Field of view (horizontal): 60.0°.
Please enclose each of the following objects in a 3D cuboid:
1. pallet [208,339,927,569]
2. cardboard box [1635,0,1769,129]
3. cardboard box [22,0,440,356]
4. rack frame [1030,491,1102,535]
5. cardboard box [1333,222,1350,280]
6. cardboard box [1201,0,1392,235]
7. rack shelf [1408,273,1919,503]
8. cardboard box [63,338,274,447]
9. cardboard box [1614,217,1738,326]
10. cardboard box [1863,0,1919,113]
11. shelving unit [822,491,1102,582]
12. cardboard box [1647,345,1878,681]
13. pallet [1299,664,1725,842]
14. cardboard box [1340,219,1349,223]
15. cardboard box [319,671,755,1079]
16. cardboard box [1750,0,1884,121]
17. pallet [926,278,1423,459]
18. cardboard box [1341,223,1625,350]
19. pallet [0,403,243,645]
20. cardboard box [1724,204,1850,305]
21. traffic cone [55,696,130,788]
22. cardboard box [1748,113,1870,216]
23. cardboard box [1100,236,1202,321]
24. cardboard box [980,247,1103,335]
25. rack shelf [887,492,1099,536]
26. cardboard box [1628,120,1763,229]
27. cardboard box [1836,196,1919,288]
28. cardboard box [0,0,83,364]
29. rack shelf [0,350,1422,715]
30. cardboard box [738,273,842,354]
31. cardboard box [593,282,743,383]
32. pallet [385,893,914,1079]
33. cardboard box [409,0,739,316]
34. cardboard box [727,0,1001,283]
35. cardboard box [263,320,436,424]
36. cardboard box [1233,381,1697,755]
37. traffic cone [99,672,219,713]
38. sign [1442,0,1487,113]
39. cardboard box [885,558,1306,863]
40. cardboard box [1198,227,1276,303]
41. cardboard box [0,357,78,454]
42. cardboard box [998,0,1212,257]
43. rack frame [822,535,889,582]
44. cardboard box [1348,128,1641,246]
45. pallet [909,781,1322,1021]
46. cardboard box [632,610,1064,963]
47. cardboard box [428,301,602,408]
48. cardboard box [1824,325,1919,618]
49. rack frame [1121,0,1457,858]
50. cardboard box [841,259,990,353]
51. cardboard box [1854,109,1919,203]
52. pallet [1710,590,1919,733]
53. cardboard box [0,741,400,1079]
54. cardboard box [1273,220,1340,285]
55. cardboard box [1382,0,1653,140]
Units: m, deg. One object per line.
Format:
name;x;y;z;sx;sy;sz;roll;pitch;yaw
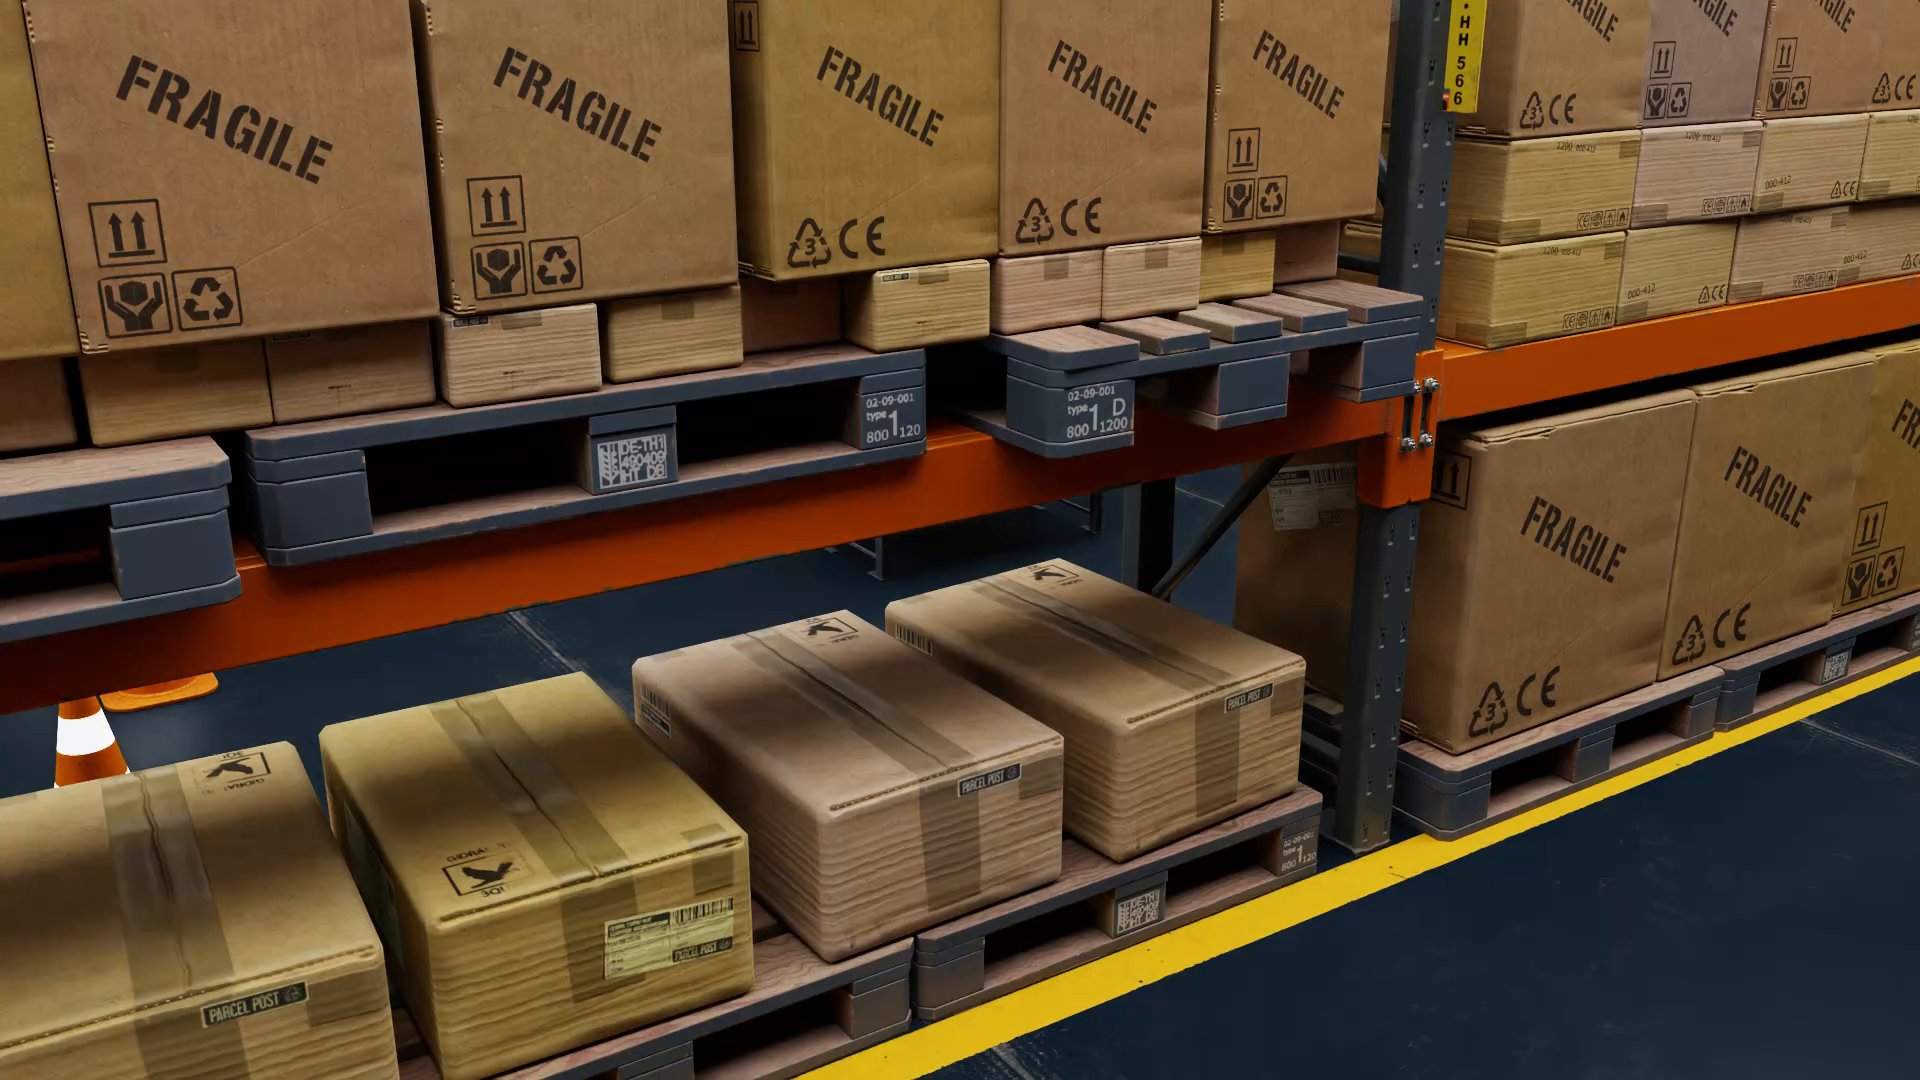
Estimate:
pallet;-0.827;-0.291;3.220;1.213;0.211;1.003;-12;22;-31
cardboard box;1.759;-1.373;4.407;0.500;0.500;0.500;-12;22;-31
cardboard box;-1.150;-0.601;2.564;0.500;0.500;0.500;-12;22;-32
rack frame;0.430;-0.624;6.833;0.032;1.125;0.500;-12;22;-31
cardboard box;1.083;-0.829;4.746;0.500;0.250;0.500;-13;23;-33
cardboard box;0.577;-0.974;3.665;0.500;0.500;0.500;-13;22;-33
rack shelf;2.474;-0.753;5.410;4.000;0.370;1.077;-12;22;-31
cardboard box;-1.256;-0.275;2.612;0.250;0.149;0.380;-12;22;-31
cardboard box;1.770;-0.784;4.615;0.500;0.250;0.500;-13;22;-33
cardboard box;2.623;-1.548;4.924;0.500;0.500;0.500;-12;22;-31
shelving unit;0.006;-0.534;6.568;1.048;1.125;0.538;-12;22;-31
cardboard box;2.173;-0.189;5.282;0.875;0.875;0.875;-12;22;-31
pallet;1.503;0.461;5.051;1.213;0.211;1.003;-12;22;-31
cardboard box;1.068;-1.060;4.650;0.500;0.250;0.500;-12;22;-32
cardboard box;-0.922;0.666;3.539;0.625;0.372;0.950;-11;22;-30
cardboard box;2.199;-1.460;4.664;0.500;0.500;0.500;-11;22;-30
pallet;0.267;-0.496;3.828;1.003;0.211;1.213;-12;22;-31
cardboard box;1.351;-0.689;4.333;0.500;0.250;0.500;-12;22;-32
pallet;-1.819;-0.041;2.483;1.213;0.211;1.003;-12;22;-31
cardboard box;2.211;-0.875;4.883;0.500;0.250;0.500;-11;22;-30
traffic cone;-2.272;0.572;4.329;0.334;0.463;0.336;-12;22;-31
cardboard box;2.218;-1.105;4.784;0.500;0.250;0.500;-12;22;-32
cardboard box;0.289;-0.577;3.506;0.250;0.149;0.380;-12;22;-32
cardboard box;0.075;-0.535;3.381;0.250;0.149;0.380;-13;23;-34
rack shelf;0.006;-0.302;6.646;1.000;0.278;0.538;-12;22;-31
cardboard box;1.795;-1.021;4.534;0.500;0.250;0.500;-11;22;-30
cardboard box;2.621;-0.963;5.143;0.500;0.250;0.500;-12;22;-31
cardboard box;-1.570;-0.518;2.317;0.500;0.500;0.500;-12;22;-31
rack shelf;-0.867;-0.048;3.326;4.000;0.370;1.077;-12;22;-31
cardboard box;-0.427;-0.472;3.195;0.250;0.149;0.380;-12;22;-31
cardboard box;-0.591;-0.406;2.999;0.250;0.149;0.380;-13;22;-33
pallet;-0.868;0.931;3.662;1.213;0.211;1.003;-12;22;-31
cardboard box;-0.726;-0.695;2.840;0.500;0.500;0.500;-13;23;-34
cardboard box;-0.270;-0.791;3.123;0.500;0.500;0.500;-14;23;-35
cardboard box;-1.049;-0.318;2.740;0.250;0.149;0.380;-12;22;-31
cardboard box;1.426;-0.033;4.820;0.875;0.875;0.875;-12;22;-32
traffic cone;-2.579;0.254;5.271;0.334;0.463;0.336;-12;22;-31
sign;1.110;-1.109;3.656;0.005;0.325;0.100;-12;22;-31
cardboard box;0.326;0.402;4.320;0.625;0.372;0.950;-14;23;-35
cardboard box;0.475;-0.634;3.672;0.250;0.149;0.380;-12;22;-31
cardboard box;-1.494;-0.241;2.511;0.250;0.149;0.380;-10;21;-28
cardboard box;0.151;-0.880;3.387;0.500;0.500;0.500;-12;22;-32
rack frame;-0.419;-0.445;6.303;0.032;1.125;0.500;-12;22;-31
cardboard box;1.362;-0.930;4.266;0.500;0.250;0.500;-12;22;-32
pallet;0.150;0.717;4.294;1.213;0.211;1.003;-12;22;-31
cardboard box;-0.286;0.534;3.929;0.625;0.372;0.950;-12;22;-32
cardboard box;-0.798;-0.351;2.837;0.250;0.149;0.380;-11;22;-29
cardboard box;2.920;-0.346;5.747;0.875;0.875;0.875;-11;22;-30
rack frame;0.803;-0.741;4.253;0.127;3.000;1.000;-12;22;-31
cardboard box;-0.148;-0.483;3.226;0.250;0.149;0.380;-11;22;-30
cardboard box;2.649;-1.191;5.038;0.500;0.250;0.500;-11;22;-30
pallet;2.521;0.248;5.683;1.213;0.211;1.003;-12;22;-31
cardboard box;-1.502;0.789;3.175;0.625;0.372;0.950;-10;21;-28
cardboard box;0.659;-0.700;3.869;0.250;0.149;0.380;-11;22;-29
cardboard box;1.350;-1.284;4.140;0.500;0.500;0.500;-13;22;-33
